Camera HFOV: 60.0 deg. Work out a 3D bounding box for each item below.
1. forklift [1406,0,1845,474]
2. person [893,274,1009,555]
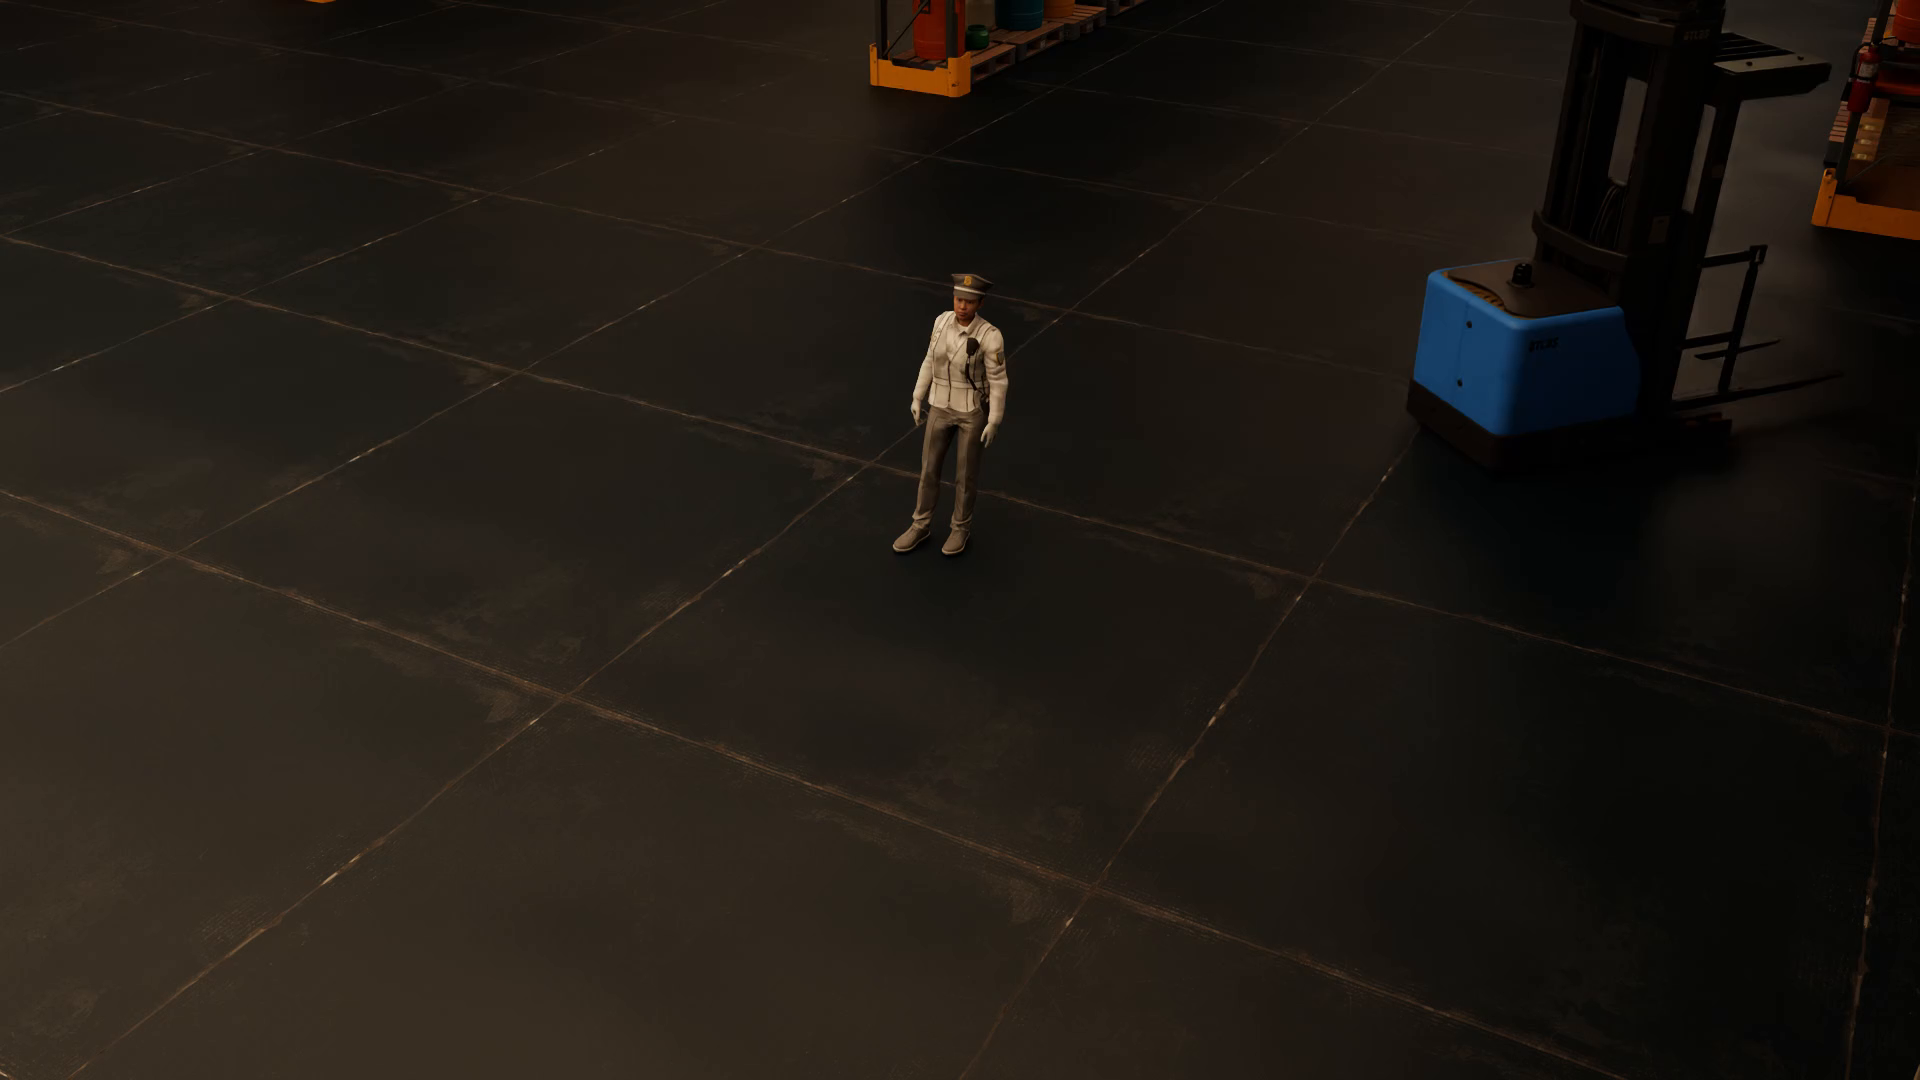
[{"bbox_3d":[4.631,-2.140,10.778,3.031,2.935,1.130,-10,32,-17],"label":"forklift"},{"bbox_3d":[-0.038,-0.712,9.528,0.588,1.696,0.533,15,33,25],"label":"person"}]
